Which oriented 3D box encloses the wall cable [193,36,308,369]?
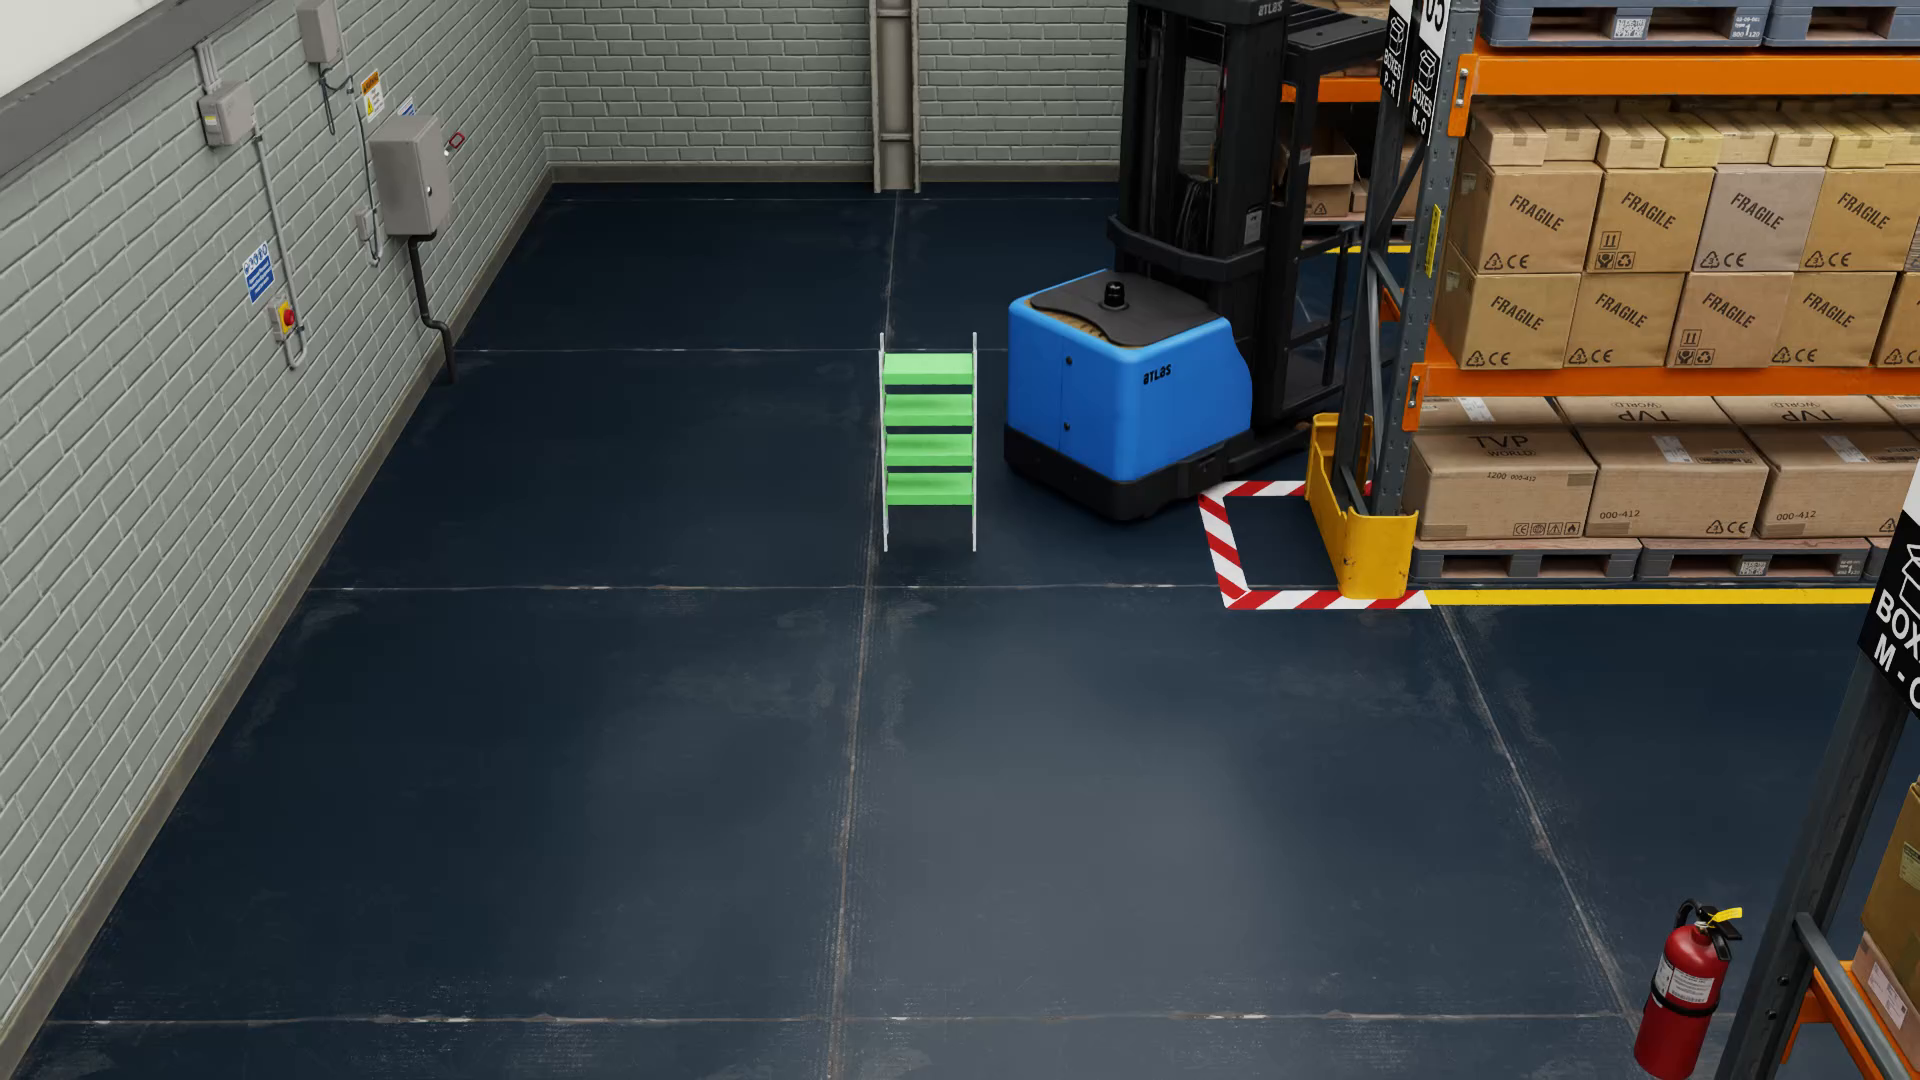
[{"bbox_3d":[-3.437,-1.692,8.137,0.123,1.953,0.585,0,31,0],"label":"wall cable"}]

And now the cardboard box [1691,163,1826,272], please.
[{"bbox_3d":[3.714,-1.609,7.950,0.500,0.500,0.500,0,31,-1],"label":"cardboard box"}]

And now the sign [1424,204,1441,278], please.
[{"bbox_3d":[2.199,-1.390,7.739,0.005,0.325,0.100,0,31,0],"label":"sign"}]

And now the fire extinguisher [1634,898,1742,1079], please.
[{"bbox_3d":[2.077,1.247,4.737,0.183,0.674,0.296,0,31,0],"label":"fire extinguisher"}]

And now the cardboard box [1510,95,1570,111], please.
[{"bbox_3d":[2.813,-2.140,8.199,0.250,0.149,0.380,0,31,1],"label":"cardboard box"}]

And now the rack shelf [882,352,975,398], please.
[{"bbox_3d":[-0.166,-0.868,8.722,0.480,0.148,0.258,0,31,0],"label":"rack shelf"}]

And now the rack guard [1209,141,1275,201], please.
[{"bbox_3d":[2.243,-2.780,13.350,0.348,0.500,1.175,0,31,0],"label":"rack guard"}]

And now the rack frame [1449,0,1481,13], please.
[{"bbox_3d":[2.201,-3.839,6.902,0.127,3.000,1.000,0,31,0],"label":"rack frame"}]

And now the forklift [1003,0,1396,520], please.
[{"bbox_3d":[1.709,-1.993,9.710,3.031,2.935,1.130,-24,39,-34],"label":"forklift"}]

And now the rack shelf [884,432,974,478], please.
[{"bbox_3d":[-0.166,-0.458,8.971,0.480,0.148,0.258,0,31,0],"label":"rack shelf"}]

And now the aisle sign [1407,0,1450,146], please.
[{"bbox_3d":[2.131,-2.235,7.535,0.004,0.787,0.394,0,31,0],"label":"aisle sign"}]

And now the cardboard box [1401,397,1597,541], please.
[{"bbox_3d":[2.861,-0.412,9.103,0.875,0.438,0.875,-1,31,-2],"label":"cardboard box"}]

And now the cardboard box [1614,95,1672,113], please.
[{"bbox_3d":[3.322,-2.164,8.239,0.250,0.149,0.380,1,31,1],"label":"cardboard box"}]

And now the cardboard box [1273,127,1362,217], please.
[{"bbox_3d":[2.780,-2.914,13.162,0.637,0.503,0.797,-1,31,-2],"label":"cardboard box"}]

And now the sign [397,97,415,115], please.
[{"bbox_3d":[-3.514,-2.549,10.652,0.001,0.494,0.329,0,31,0],"label":"sign"}]

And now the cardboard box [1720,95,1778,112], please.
[{"bbox_3d":[3.835,-2.159,8.231,0.250,0.149,0.380,1,31,1],"label":"cardboard box"}]

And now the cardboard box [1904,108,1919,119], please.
[{"bbox_3d":[4.616,-1.897,7.799,0.250,0.149,0.380,-1,31,-1],"label":"cardboard box"}]

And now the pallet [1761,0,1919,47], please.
[{"bbox_3d":[4.166,-2.532,7.725,1.213,0.211,1.003,0,31,0],"label":"pallet"}]

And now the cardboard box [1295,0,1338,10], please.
[{"bbox_3d":[2.626,-4.051,12.893,0.500,0.250,0.500,1,31,1],"label":"cardboard box"}]

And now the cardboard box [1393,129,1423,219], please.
[{"bbox_3d":[3.635,-2.895,13.134,0.500,0.500,0.700,1,31,2],"label":"cardboard box"}]

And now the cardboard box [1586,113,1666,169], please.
[{"bbox_3d":[3.080,-1.858,7.735,0.250,0.149,0.380,1,31,1],"label":"cardboard box"}]

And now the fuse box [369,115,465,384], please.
[{"bbox_3d":[-3.304,-1.784,10.540,0.414,1.711,0.539,0,31,0],"label":"fuse box"}]

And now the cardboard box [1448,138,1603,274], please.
[{"bbox_3d":[2.683,-1.598,7.932,0.500,0.500,0.500,-1,31,-1],"label":"cardboard box"}]

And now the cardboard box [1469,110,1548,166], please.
[{"bbox_3d":[2.558,-1.879,7.770,0.250,0.149,0.380,0,31,1],"label":"cardboard box"}]

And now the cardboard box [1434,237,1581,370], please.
[{"bbox_3d":[2.683,-1.169,8.189,0.500,0.500,0.500,0,31,-1],"label":"cardboard box"}]

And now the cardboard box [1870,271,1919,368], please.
[{"bbox_3d":[4.722,-1.182,8.209,0.500,0.500,0.500,-1,31,-1],"label":"cardboard box"}]

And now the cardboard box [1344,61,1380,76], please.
[{"bbox_3d":[3.014,-3.644,12.606,0.250,0.149,0.380,-1,31,-1],"label":"cardboard box"}]

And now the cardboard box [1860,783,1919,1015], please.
[{"bbox_3d":[2.780,0.988,4.346,0.500,0.500,0.500,0,31,1],"label":"cardboard box"}]

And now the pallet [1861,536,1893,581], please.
[{"bbox_3d":[5.440,-0.133,9.265,1.213,0.211,1.003,0,31,0],"label":"pallet"}]

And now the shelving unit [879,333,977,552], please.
[{"bbox_3d":[-0.166,-0.512,8.938,0.503,1.200,0.258,0,31,0],"label":"shelving unit"}]

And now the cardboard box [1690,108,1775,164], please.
[{"bbox_3d":[3.605,-1.897,7.798,0.250,0.149,0.380,0,31,0],"label":"cardboard box"}]

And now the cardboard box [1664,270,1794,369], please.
[{"bbox_3d":[3.697,-1.178,8.203,0.500,0.500,0.500,0,31,-1],"label":"cardboard box"}]

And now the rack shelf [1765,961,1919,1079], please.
[{"bbox_3d":[4.332,1.595,4.424,4.000,0.370,1.077,0,31,0],"label":"rack shelf"}]

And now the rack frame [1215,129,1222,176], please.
[{"bbox_3d":[2.167,-3.849,12.702,0.127,3.000,1.000,0,31,0],"label":"rack frame"}]

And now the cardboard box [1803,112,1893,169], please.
[{"bbox_3d":[4.109,-1.862,7.742,0.250,0.149,0.380,-1,31,-1],"label":"cardboard box"}]

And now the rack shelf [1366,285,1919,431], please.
[{"bbox_3d":[4.201,-0.973,8.655,4.000,0.370,1.077,0,31,0],"label":"rack shelf"}]

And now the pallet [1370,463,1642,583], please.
[{"bbox_3d":[3.000,-0.125,9.252,1.213,0.211,1.003,0,31,0],"label":"pallet"}]

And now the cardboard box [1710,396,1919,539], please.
[{"bbox_3d":[4.677,-0.421,9.118,0.875,0.438,0.875,-1,31,-2],"label":"cardboard box"}]

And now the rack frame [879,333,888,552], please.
[{"bbox_3d":[-0.410,-0.512,8.937,0.015,1.200,0.240,0,31,0],"label":"rack frame"}]

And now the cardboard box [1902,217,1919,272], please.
[{"bbox_3d":[4.714,-1.608,7.949,0.500,0.500,0.500,0,31,0],"label":"cardboard box"}]

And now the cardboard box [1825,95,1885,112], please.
[{"bbox_3d":[4.361,-2.173,8.254,0.250,0.149,0.380,0,31,0],"label":"cardboard box"}]
